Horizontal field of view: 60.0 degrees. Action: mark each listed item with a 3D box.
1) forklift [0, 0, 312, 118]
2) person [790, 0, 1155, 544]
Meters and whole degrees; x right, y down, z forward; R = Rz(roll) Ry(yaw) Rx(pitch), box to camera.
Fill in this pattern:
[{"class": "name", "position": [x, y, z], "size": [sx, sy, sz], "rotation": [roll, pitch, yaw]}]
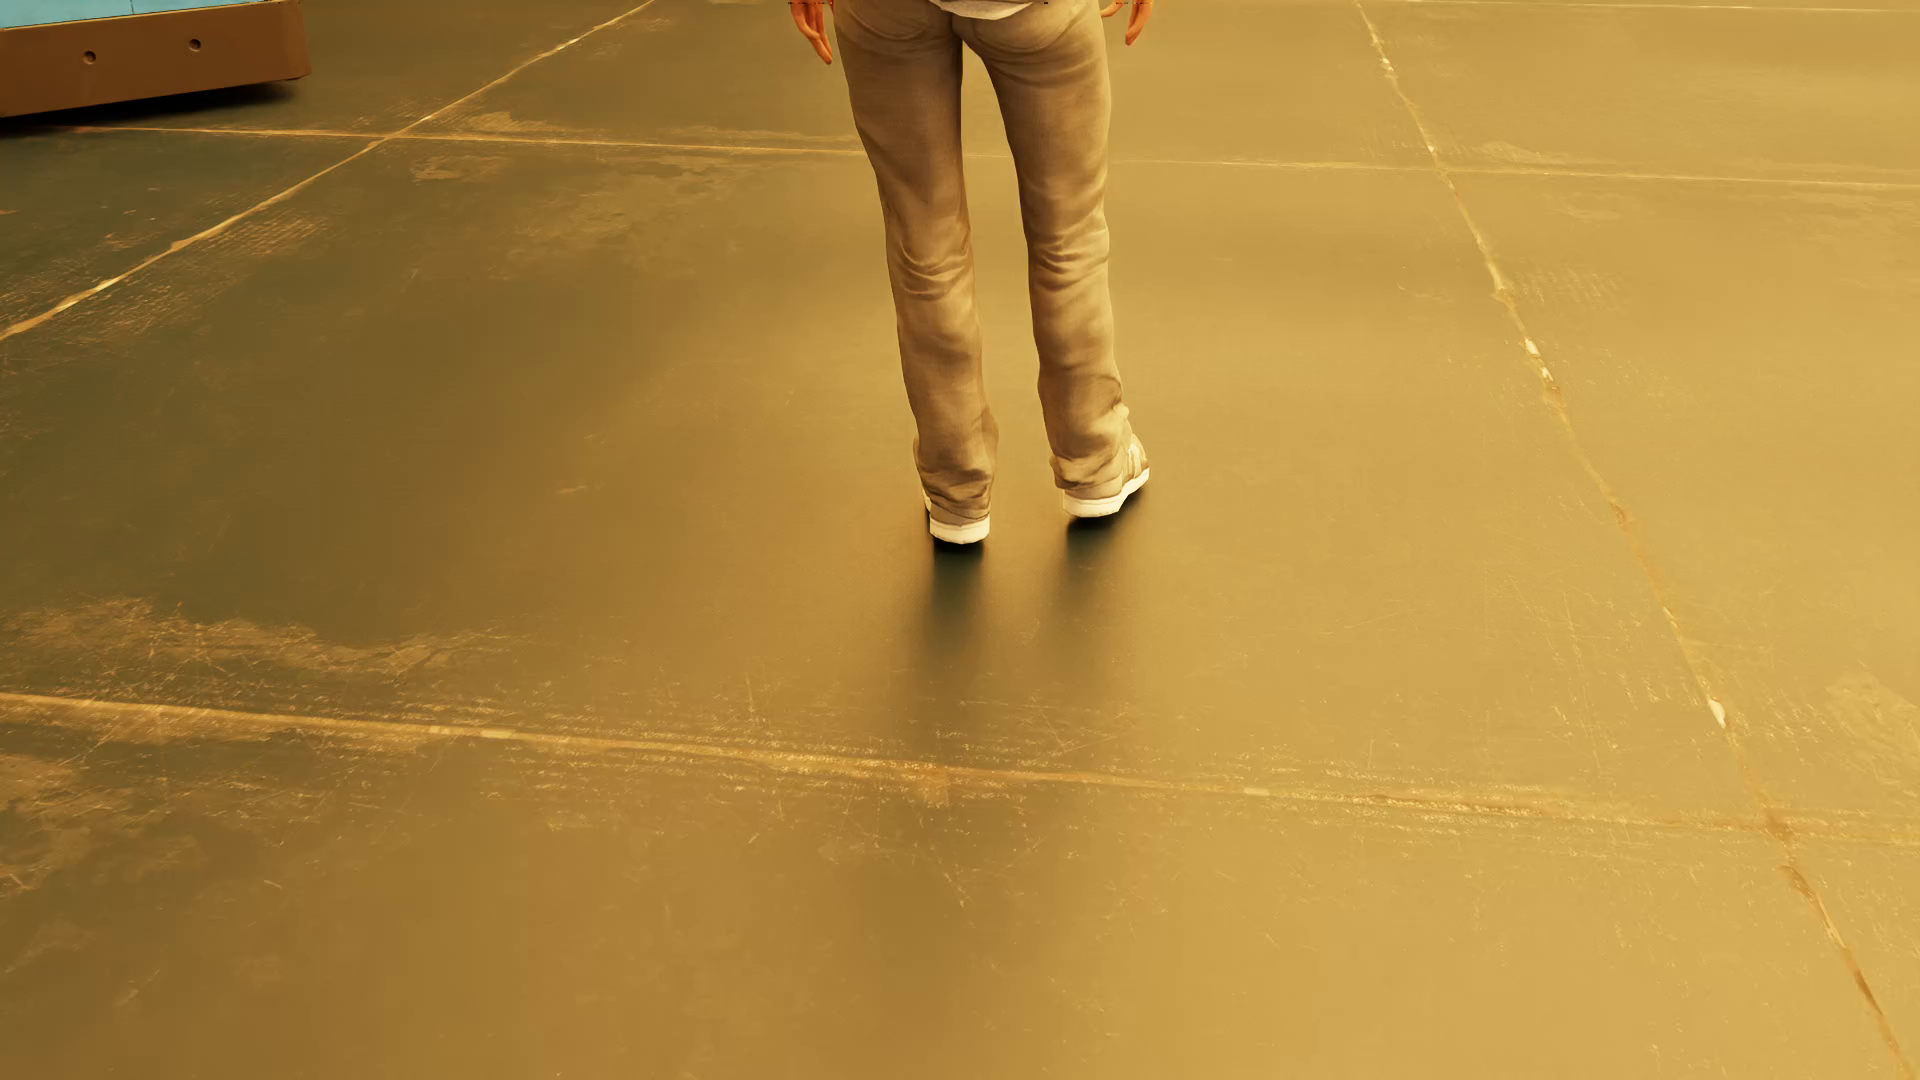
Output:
[{"class": "forklift", "position": [-3.438, -3.083, 5.397], "size": [1.130, 2.935, 3.031], "rotation": [-22, 34, -37]}, {"class": "person", "position": [0.024, -0.753, 2.205], "size": [0.521, 1.599, 0.473], "rotation": [3, 27, 7]}]
